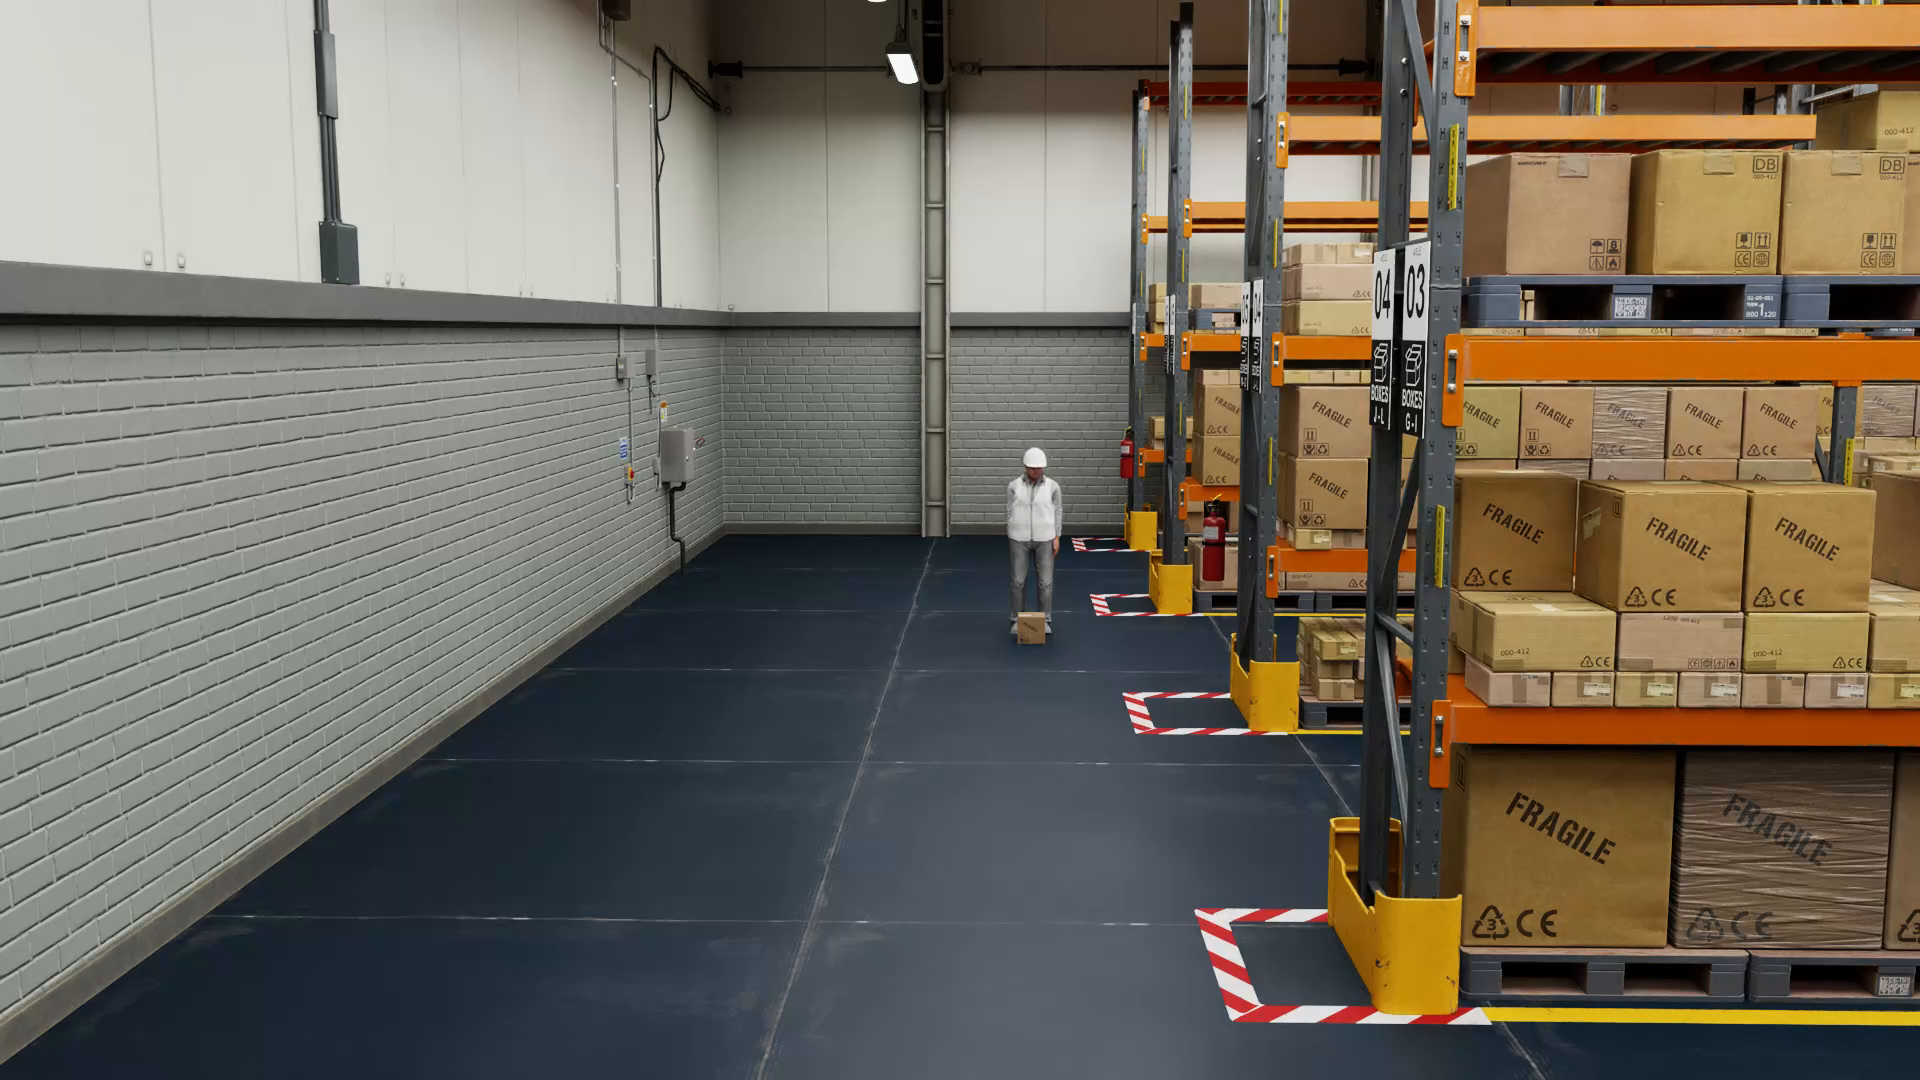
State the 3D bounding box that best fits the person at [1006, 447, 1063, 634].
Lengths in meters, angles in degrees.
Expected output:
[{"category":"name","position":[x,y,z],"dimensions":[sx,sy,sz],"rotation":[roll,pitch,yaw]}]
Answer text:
[{"category":"person","position":[0.702,0.003,15.708],"dimensions":[0.534,1.768,0.356],"rotation":[0,7,2]}]
